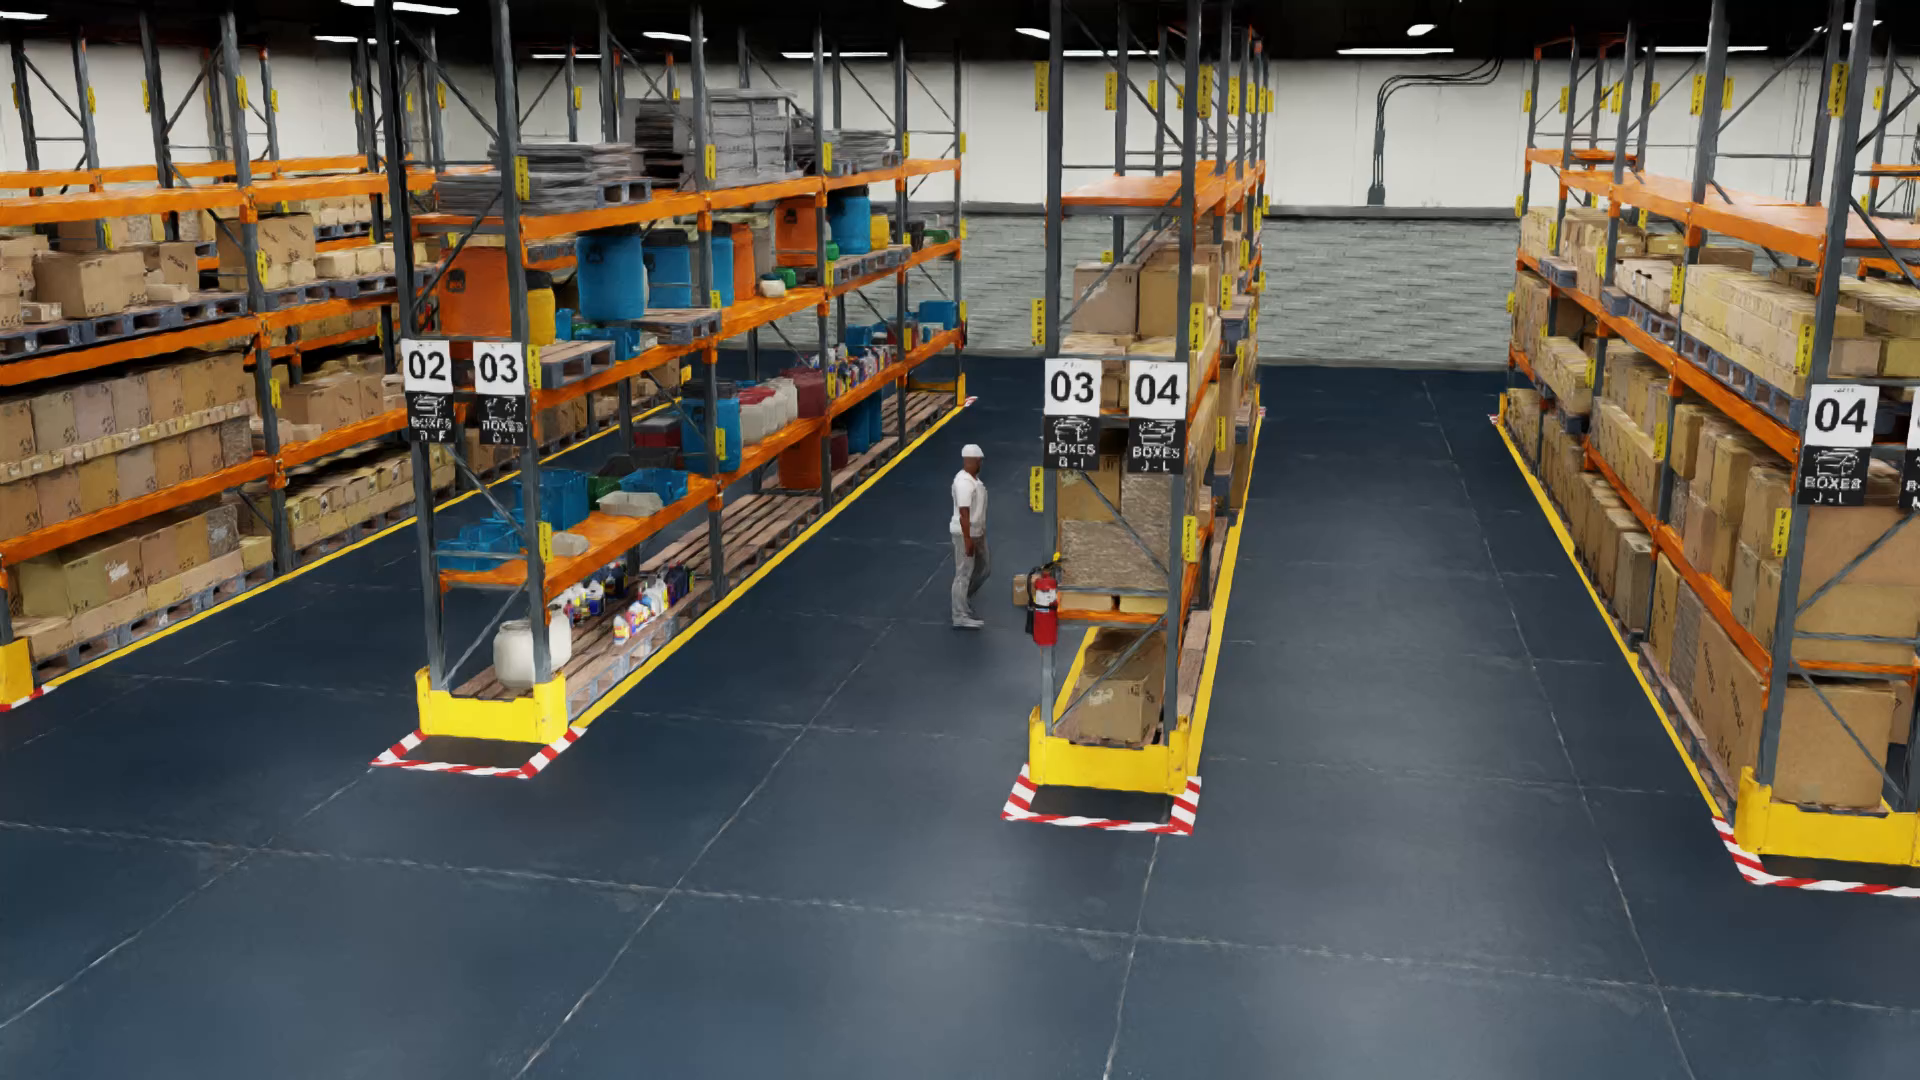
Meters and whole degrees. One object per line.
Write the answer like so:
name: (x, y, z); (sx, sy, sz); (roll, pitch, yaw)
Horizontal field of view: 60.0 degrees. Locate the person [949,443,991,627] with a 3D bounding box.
person: (0.090, -0.060, 16.185); (0.440, 1.751, 0.664); (5, 15, 18)
